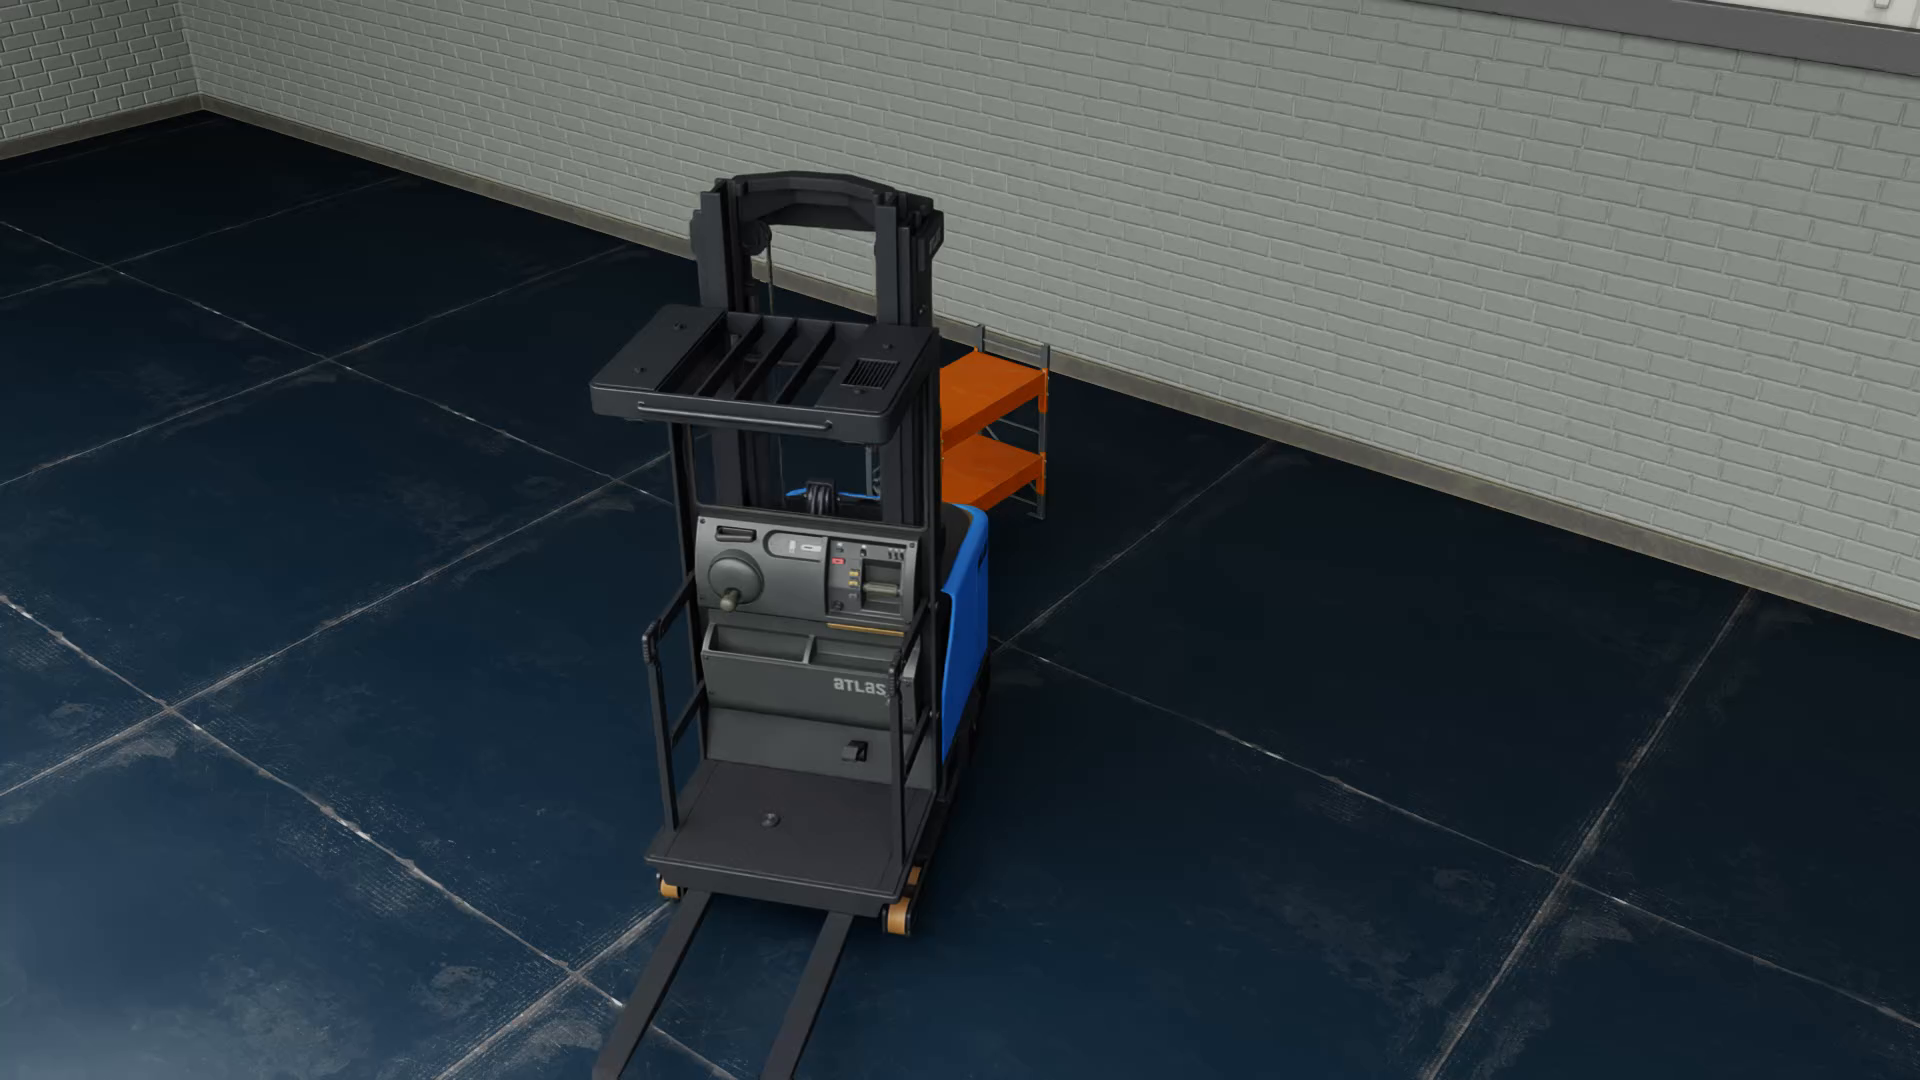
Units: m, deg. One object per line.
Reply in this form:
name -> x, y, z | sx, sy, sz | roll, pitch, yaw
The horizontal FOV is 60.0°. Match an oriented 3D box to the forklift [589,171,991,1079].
forklift -> -0.672, 0.180, 6.571 | 1.130, 2.935, 3.031 | 7, 31, 11

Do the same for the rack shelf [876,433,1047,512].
rack shelf -> -0.004, -0.271, 9.583 | 0.538, 0.278, 1.000 | 21, 37, 31

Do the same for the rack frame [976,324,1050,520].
rack frame -> 0.303, -0.688, 9.807 | 0.500, 1.125, 0.032 | 21, 37, 31

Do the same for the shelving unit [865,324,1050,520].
shelving unit -> -0.004, -0.481, 9.459 | 0.538, 1.125, 1.048 | 21, 37, 31

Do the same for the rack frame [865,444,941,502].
rack frame -> -0.311, -0.275, 9.110 | 0.500, 1.125, 0.032 | 21, 37, 31

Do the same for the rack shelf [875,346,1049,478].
rack shelf -> -0.004, -0.733, 9.309 | 0.538, 0.278, 1.000 | 21, 37, 31
